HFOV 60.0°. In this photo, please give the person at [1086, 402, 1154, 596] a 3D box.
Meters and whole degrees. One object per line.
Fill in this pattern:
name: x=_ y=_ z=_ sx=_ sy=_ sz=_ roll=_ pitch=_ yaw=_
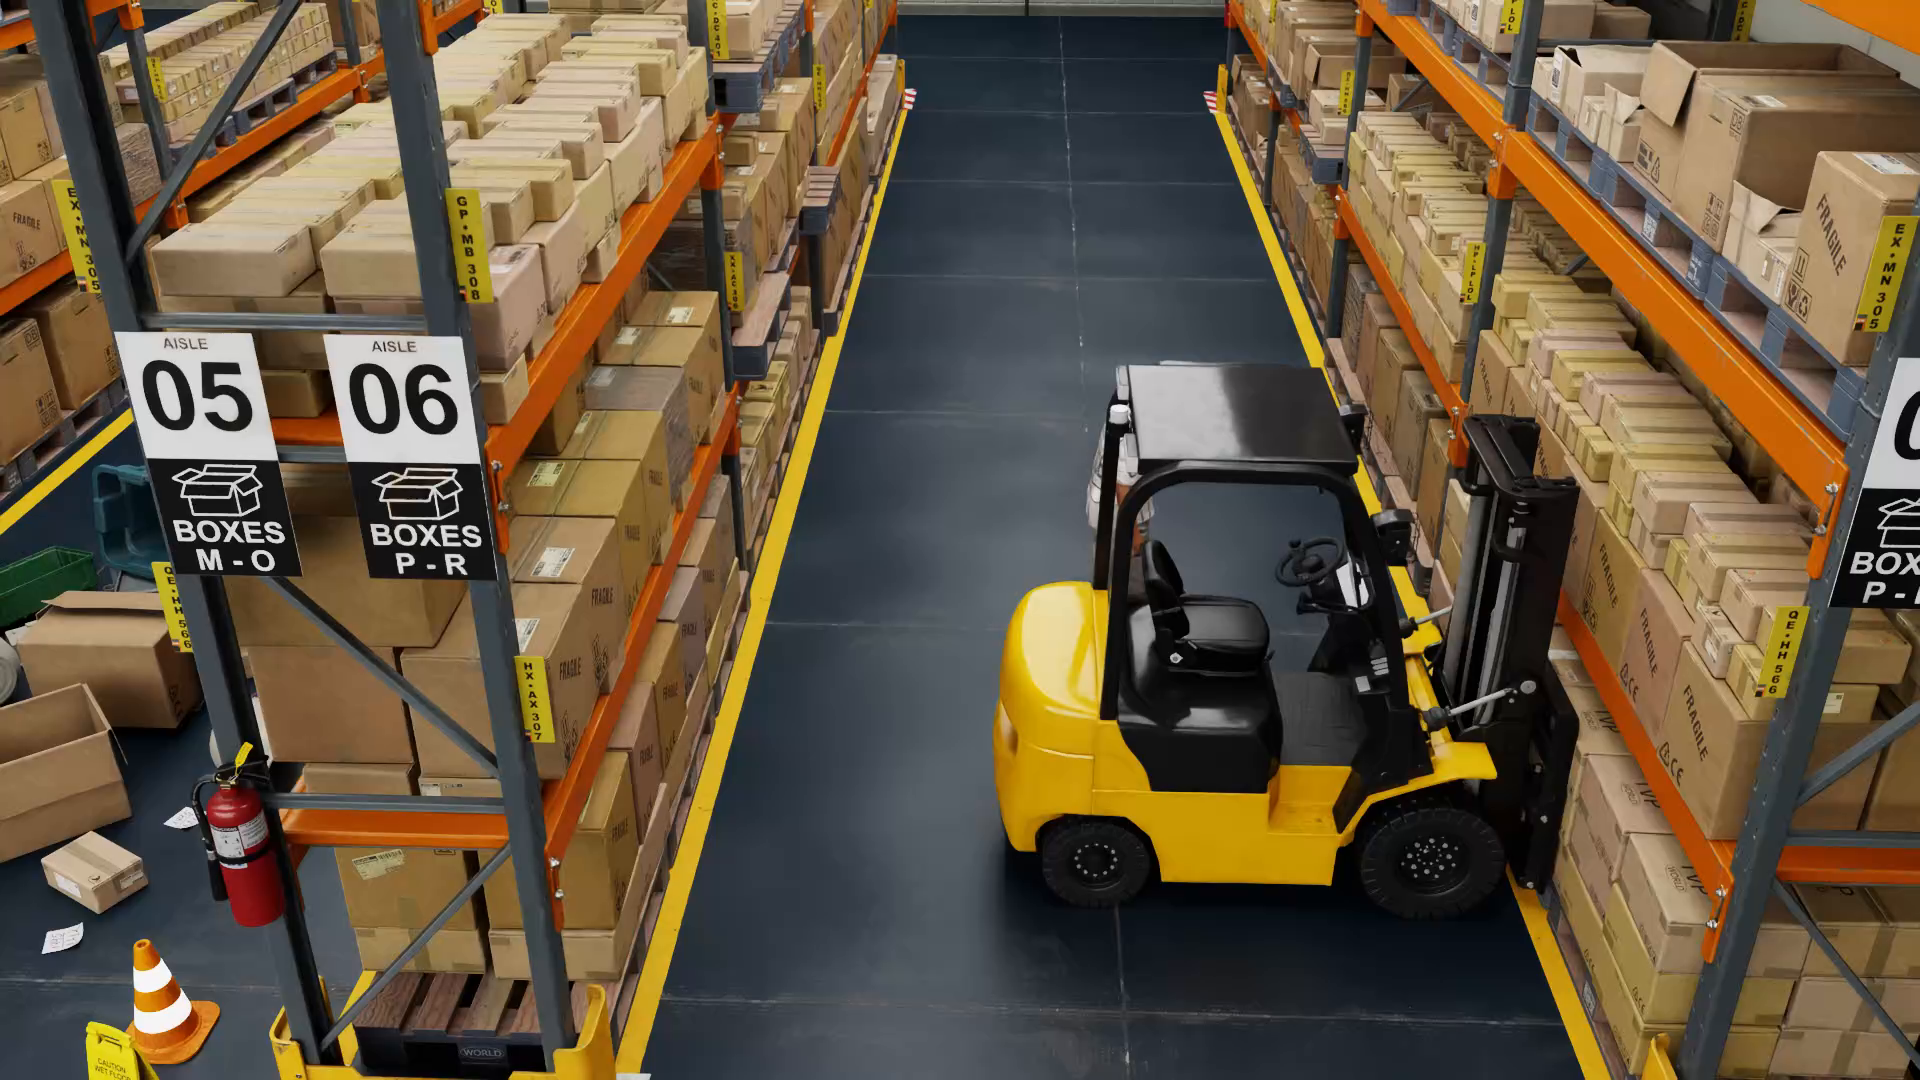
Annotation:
person: x=0.870 y=-0.111 z=8.836 sx=0.399 sy=1.652 sz=0.540 roll=1 pitch=28 yaw=2
